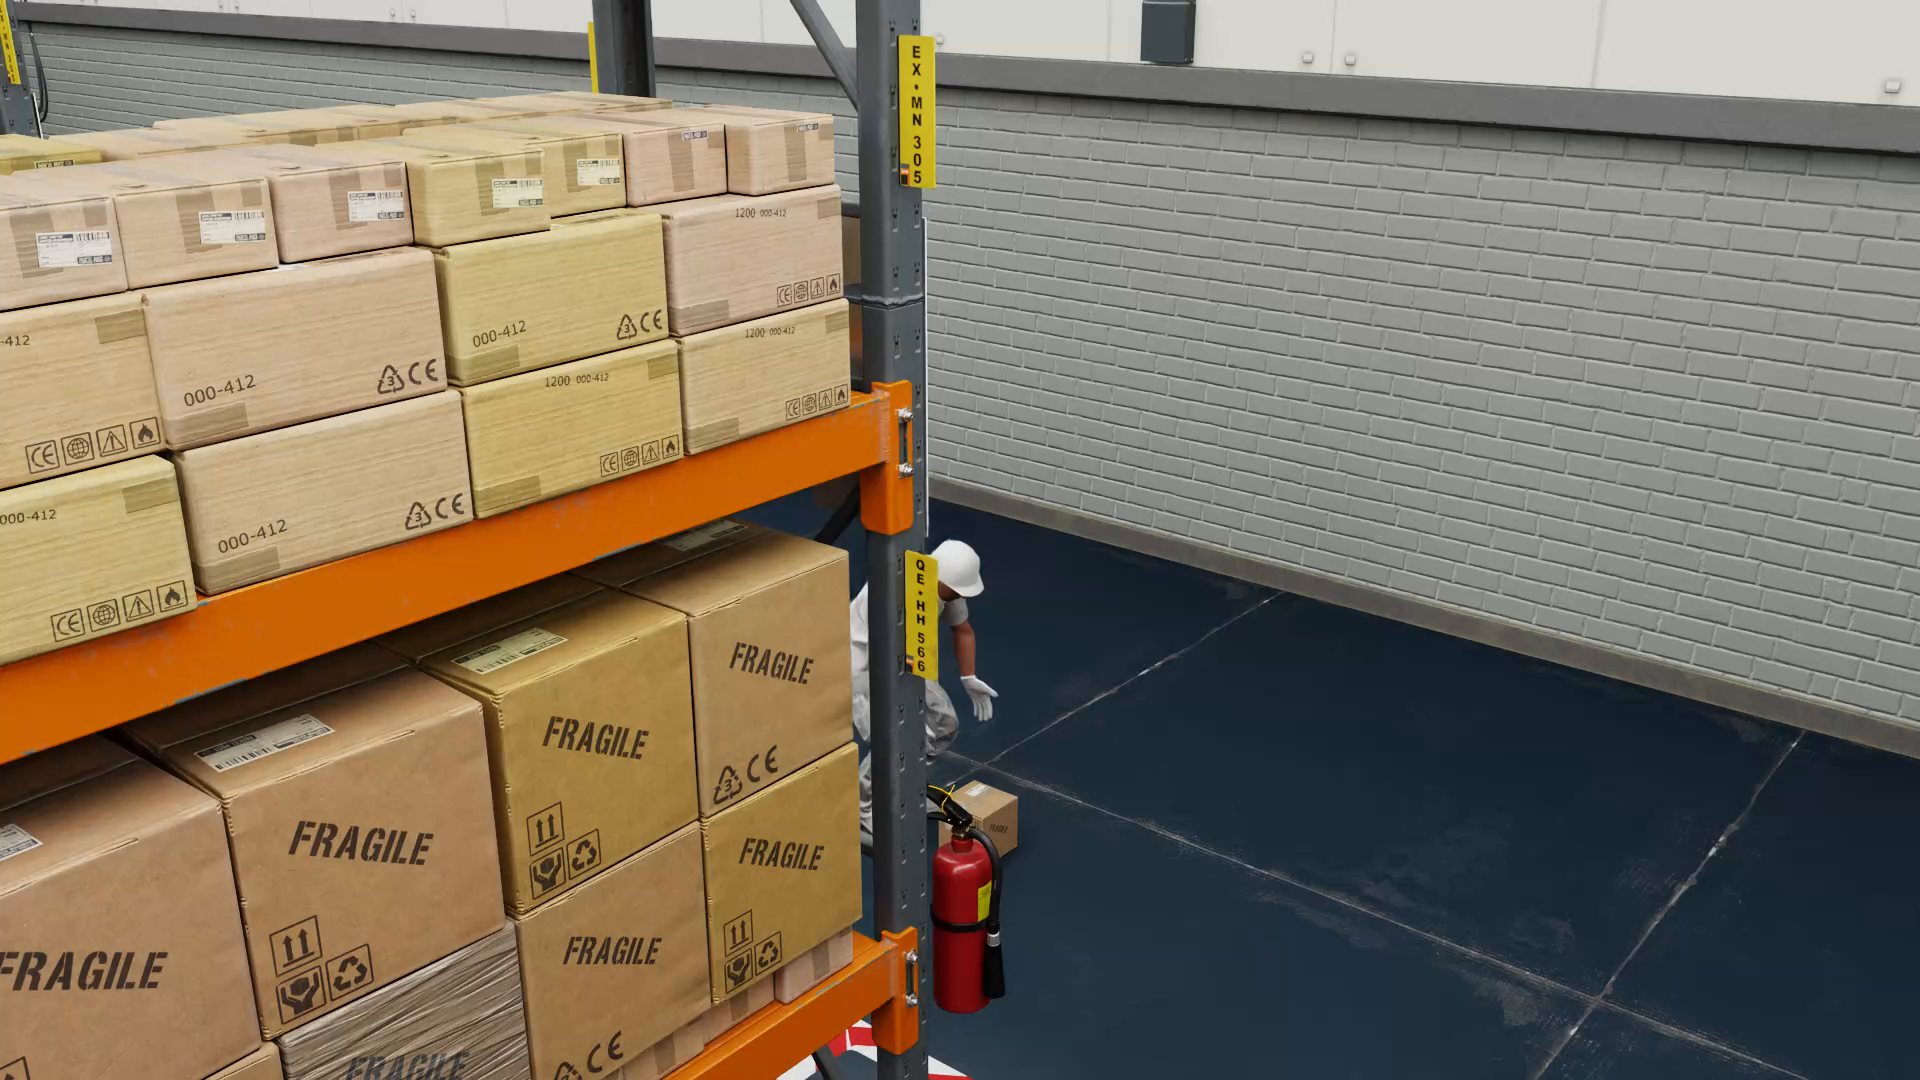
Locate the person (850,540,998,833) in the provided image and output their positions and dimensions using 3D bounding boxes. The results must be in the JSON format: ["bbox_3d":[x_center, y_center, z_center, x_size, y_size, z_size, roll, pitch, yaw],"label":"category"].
[{"bbox_3d":[-0.230,0.607,7.424,0.773,1.410,0.613,16,25,37],"label":"person"}]
